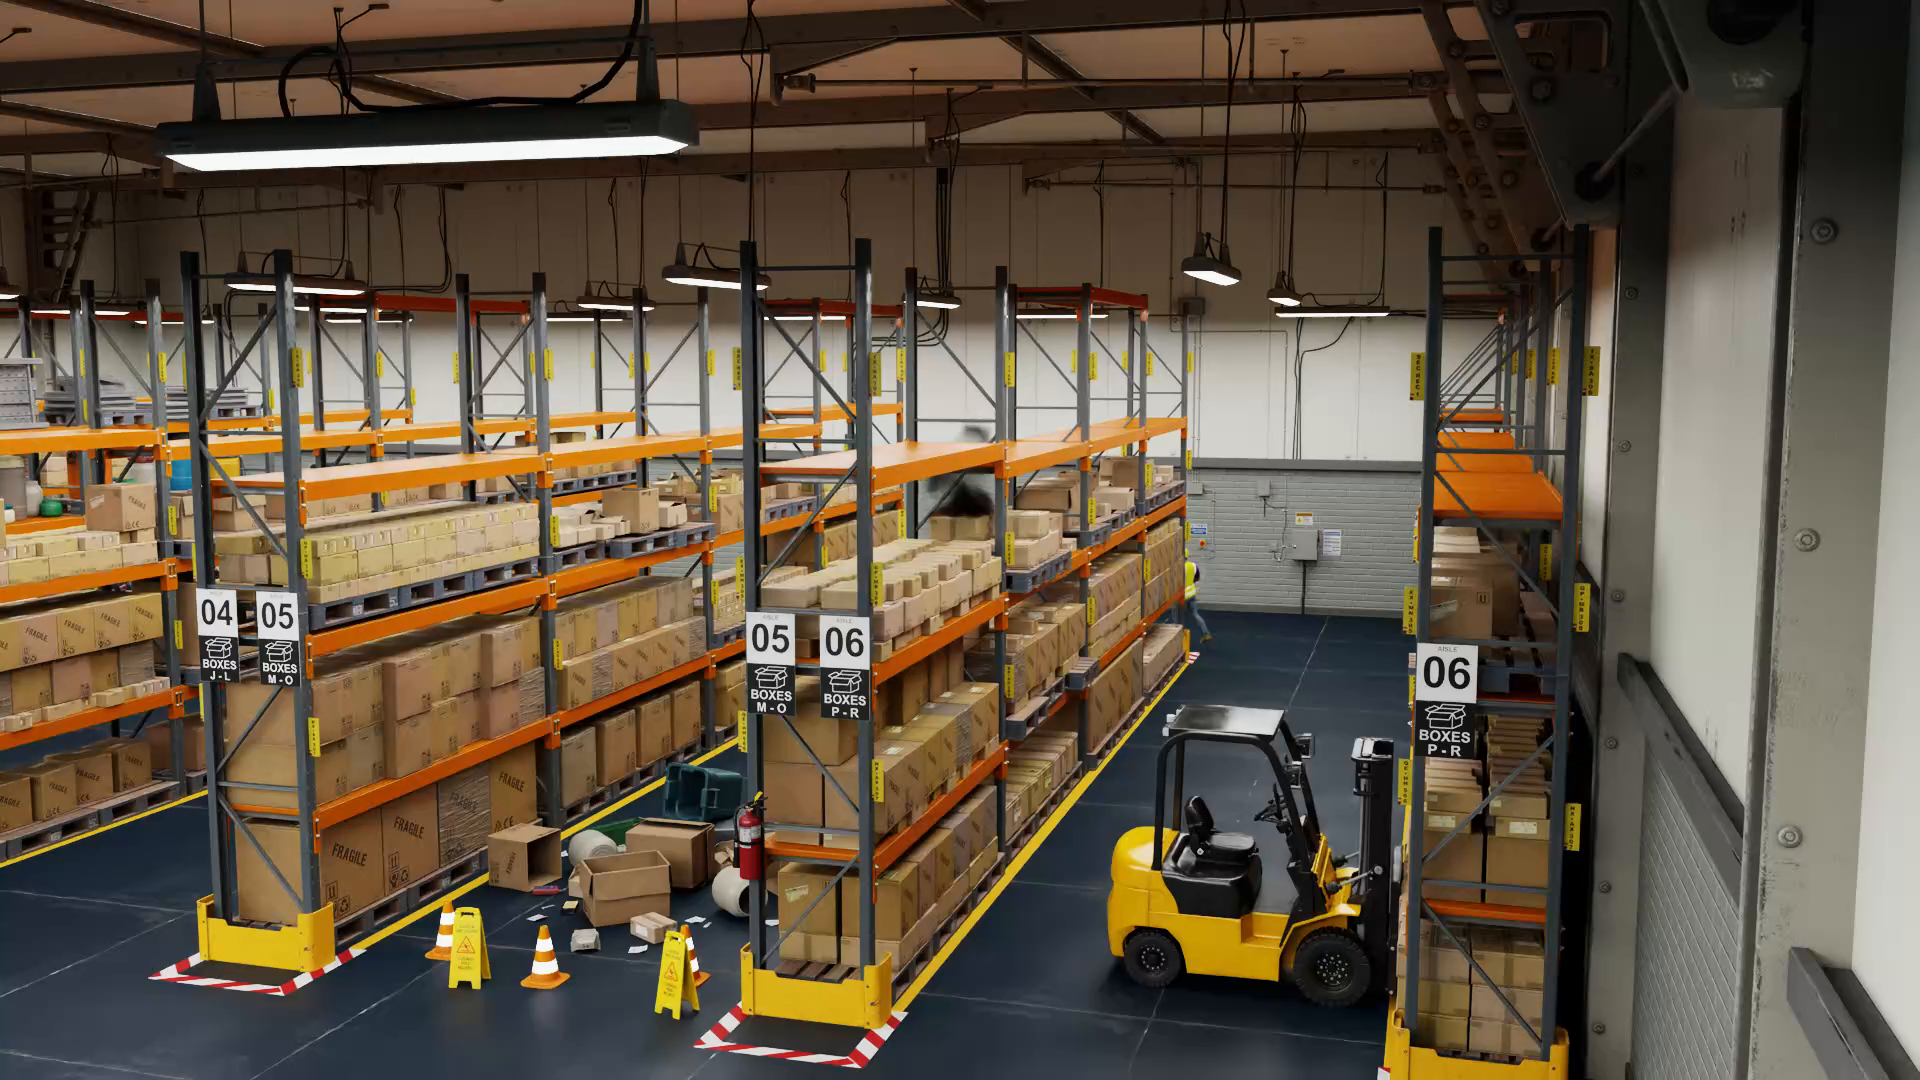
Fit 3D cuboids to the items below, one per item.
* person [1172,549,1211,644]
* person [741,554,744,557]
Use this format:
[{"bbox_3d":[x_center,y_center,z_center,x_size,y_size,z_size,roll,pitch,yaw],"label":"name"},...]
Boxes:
[{"bbox_3d":[3.907,0.997,29.268,0.766,1.759,0.887,-5,8,-40],"label":"person"},{"bbox_3d":[-3.658,1.109,28.508,0.713,1.782,0.927,2,7,19],"label":"person"}]
